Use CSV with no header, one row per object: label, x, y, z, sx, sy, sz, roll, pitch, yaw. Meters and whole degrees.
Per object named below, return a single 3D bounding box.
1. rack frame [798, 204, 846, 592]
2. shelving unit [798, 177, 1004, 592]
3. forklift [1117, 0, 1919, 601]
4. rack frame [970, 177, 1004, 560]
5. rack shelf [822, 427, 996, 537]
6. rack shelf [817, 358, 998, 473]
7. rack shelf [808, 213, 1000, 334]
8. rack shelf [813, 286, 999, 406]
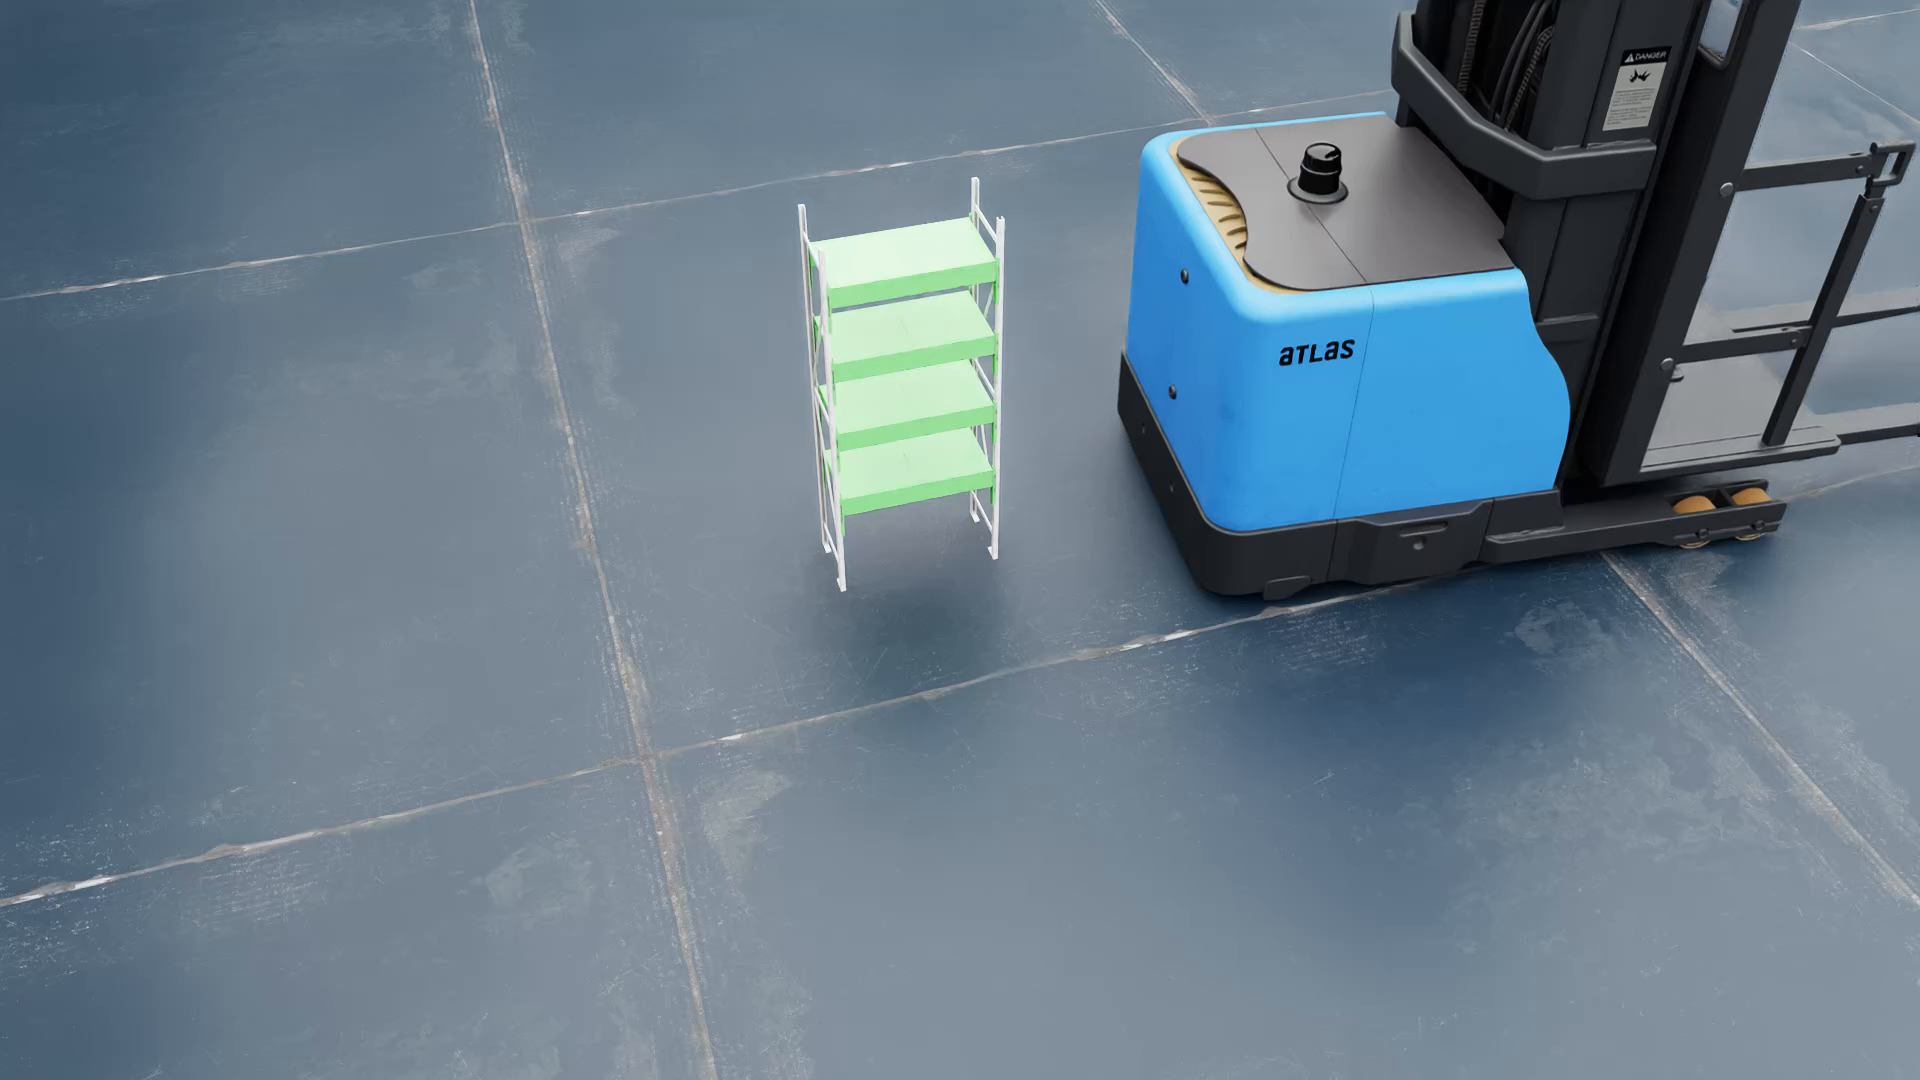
rack frame,-0.391,-0.371,4.763,0.015,1.200,0.240,-12,42,-13
shelving unit,-0.158,-0.419,4.818,0.503,1.200,0.258,-12,42,-13
forklift,2.104,-1.411,4.637,3.031,2.935,1.130,-8,42,-9
rack frame,0.075,-0.467,4.873,0.015,1.200,0.240,-12,42,-13
rack shelf,-0.158,-0.190,5.018,0.480,0.148,0.258,-12,42,-13
rack shelf,-0.158,-0.371,4.860,0.480,0.148,0.258,-12,42,-13
rack shelf,-0.158,-0.733,4.544,0.480,0.148,0.258,-12,42,-13
rack shelf,-0.158,-0.552,4.702,0.480,0.148,0.258,-12,42,-13
